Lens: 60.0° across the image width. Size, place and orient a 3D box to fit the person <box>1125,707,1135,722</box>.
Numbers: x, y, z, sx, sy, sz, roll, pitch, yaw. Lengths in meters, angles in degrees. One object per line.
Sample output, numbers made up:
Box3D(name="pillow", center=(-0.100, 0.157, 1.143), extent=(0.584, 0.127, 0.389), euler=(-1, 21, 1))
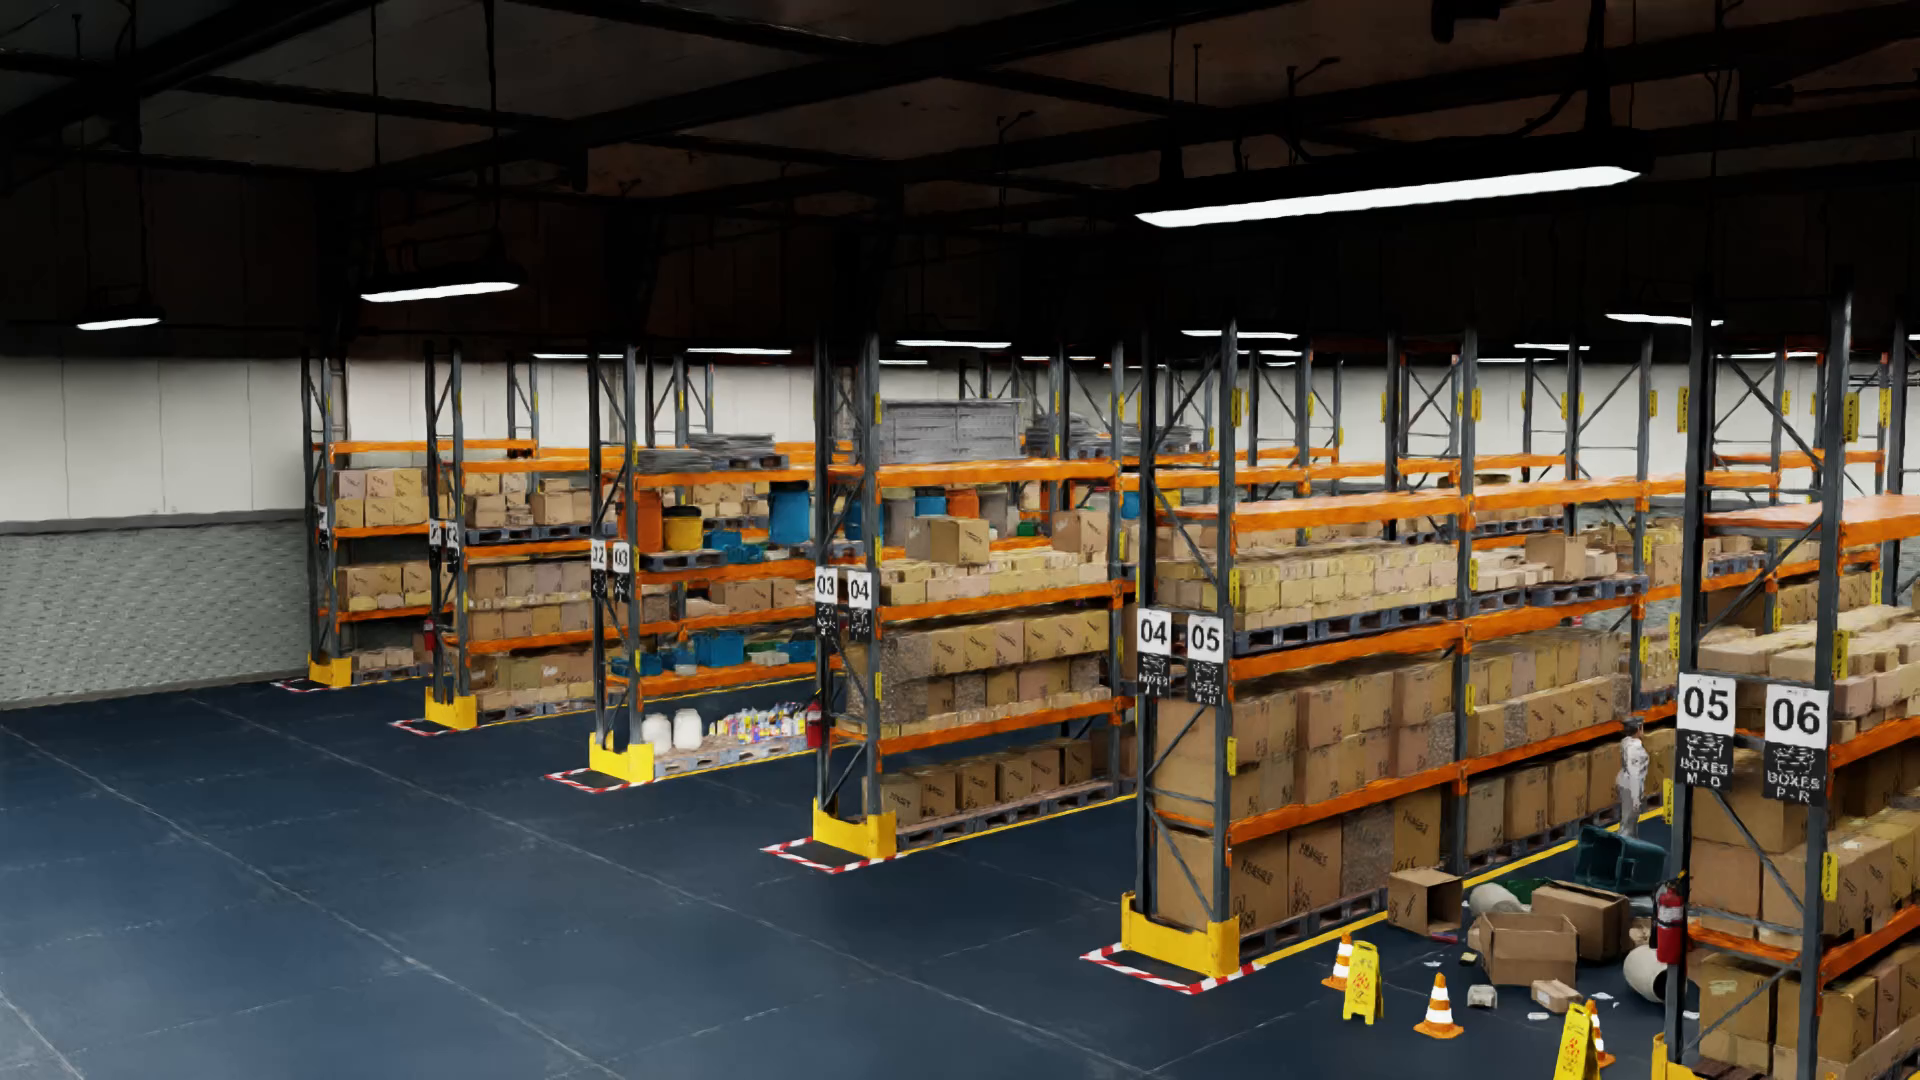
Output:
Box3D(name="person", center=(2.697, 2.129, 24.885), extent=(0.441, 1.675, 0.496), euler=(1, 5, 16))

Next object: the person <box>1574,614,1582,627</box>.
Box3D(name="person", center=(11.233, 1.600, 30.403), extent=(0.512, 1.791, 0.533), euler=(2, 5, 19))

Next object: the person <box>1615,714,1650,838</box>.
Box3D(name="person", center=(7.334, 2.730, 18.065), extent=(0.416, 1.677, 0.537), euler=(2, 5, 17))
